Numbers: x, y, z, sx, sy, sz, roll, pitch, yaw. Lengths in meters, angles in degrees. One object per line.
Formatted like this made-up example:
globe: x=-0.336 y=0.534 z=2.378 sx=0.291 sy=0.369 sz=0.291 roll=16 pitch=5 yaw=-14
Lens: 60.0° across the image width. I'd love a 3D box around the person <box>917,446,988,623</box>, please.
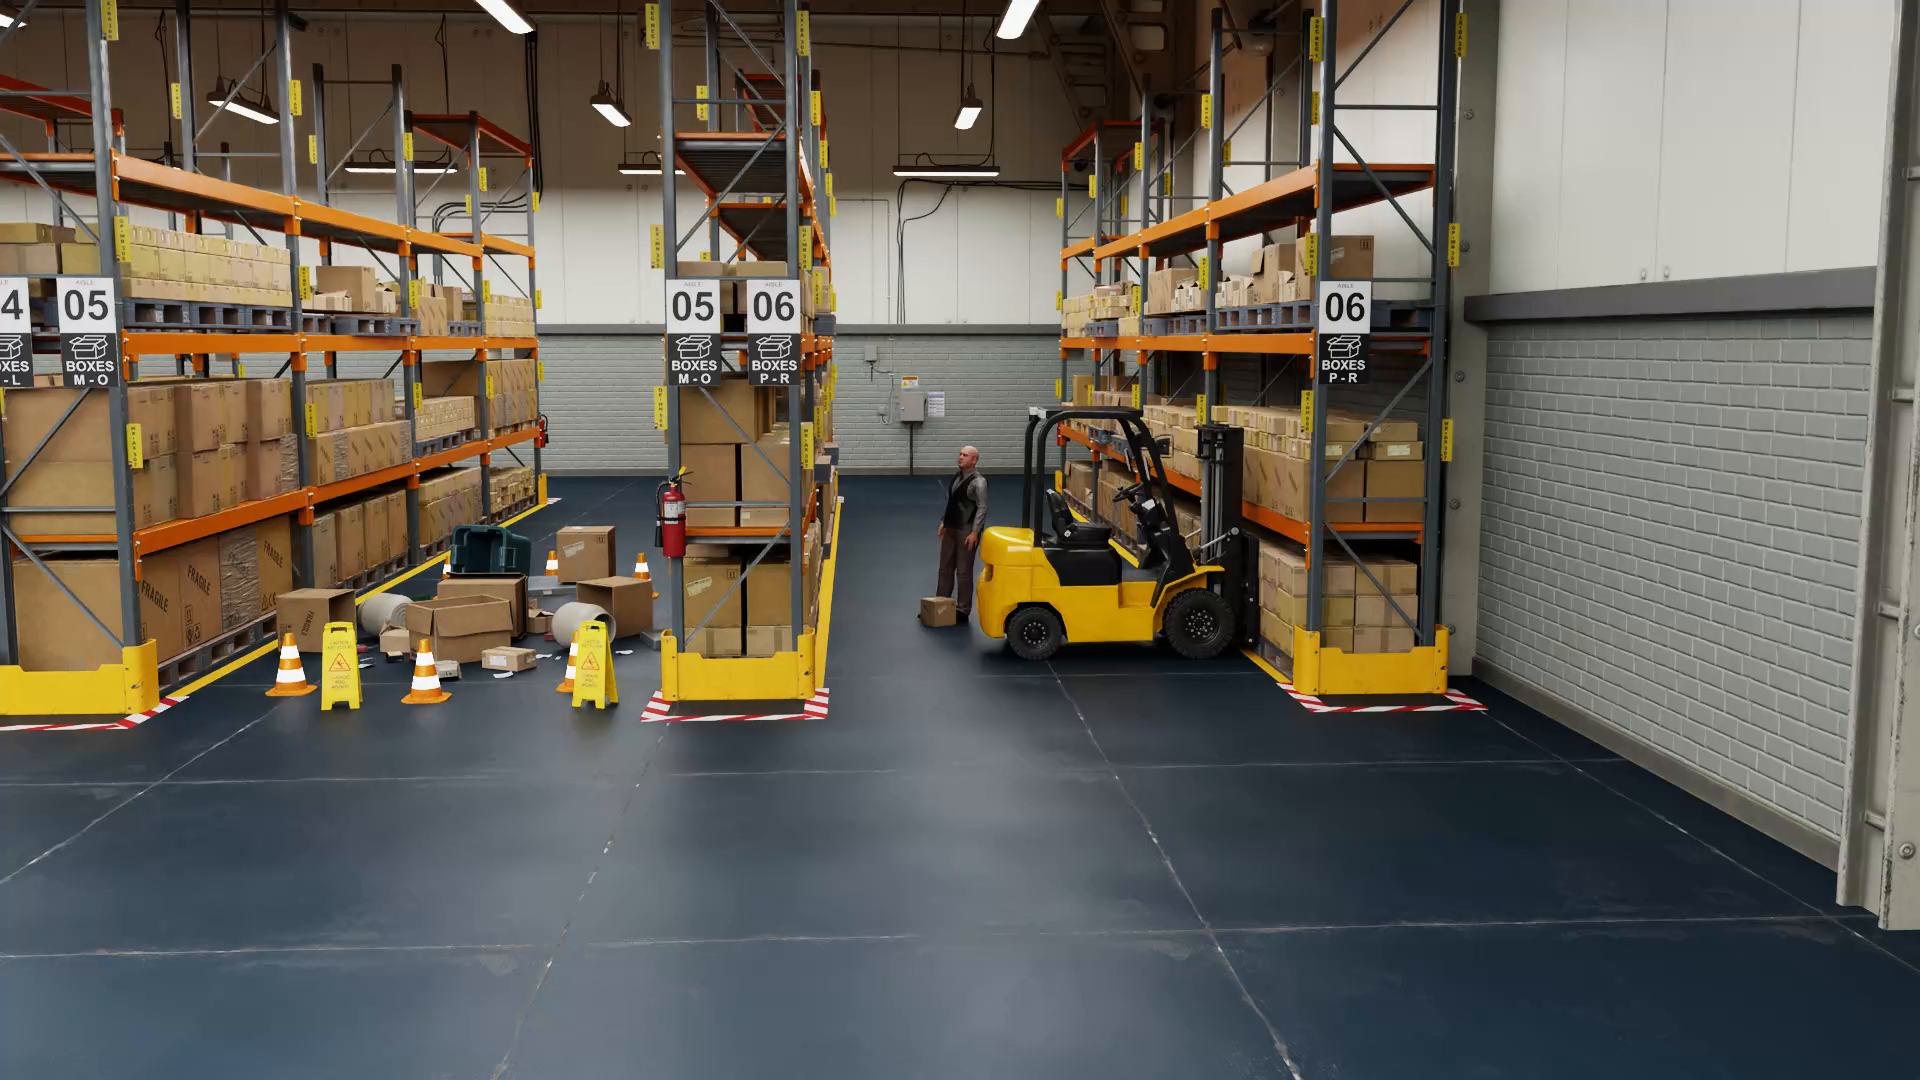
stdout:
person: x=-0.038 y=-0.058 z=16.263 sx=0.568 sy=1.720 sz=0.632 roll=-4 pitch=8 yaw=-33
